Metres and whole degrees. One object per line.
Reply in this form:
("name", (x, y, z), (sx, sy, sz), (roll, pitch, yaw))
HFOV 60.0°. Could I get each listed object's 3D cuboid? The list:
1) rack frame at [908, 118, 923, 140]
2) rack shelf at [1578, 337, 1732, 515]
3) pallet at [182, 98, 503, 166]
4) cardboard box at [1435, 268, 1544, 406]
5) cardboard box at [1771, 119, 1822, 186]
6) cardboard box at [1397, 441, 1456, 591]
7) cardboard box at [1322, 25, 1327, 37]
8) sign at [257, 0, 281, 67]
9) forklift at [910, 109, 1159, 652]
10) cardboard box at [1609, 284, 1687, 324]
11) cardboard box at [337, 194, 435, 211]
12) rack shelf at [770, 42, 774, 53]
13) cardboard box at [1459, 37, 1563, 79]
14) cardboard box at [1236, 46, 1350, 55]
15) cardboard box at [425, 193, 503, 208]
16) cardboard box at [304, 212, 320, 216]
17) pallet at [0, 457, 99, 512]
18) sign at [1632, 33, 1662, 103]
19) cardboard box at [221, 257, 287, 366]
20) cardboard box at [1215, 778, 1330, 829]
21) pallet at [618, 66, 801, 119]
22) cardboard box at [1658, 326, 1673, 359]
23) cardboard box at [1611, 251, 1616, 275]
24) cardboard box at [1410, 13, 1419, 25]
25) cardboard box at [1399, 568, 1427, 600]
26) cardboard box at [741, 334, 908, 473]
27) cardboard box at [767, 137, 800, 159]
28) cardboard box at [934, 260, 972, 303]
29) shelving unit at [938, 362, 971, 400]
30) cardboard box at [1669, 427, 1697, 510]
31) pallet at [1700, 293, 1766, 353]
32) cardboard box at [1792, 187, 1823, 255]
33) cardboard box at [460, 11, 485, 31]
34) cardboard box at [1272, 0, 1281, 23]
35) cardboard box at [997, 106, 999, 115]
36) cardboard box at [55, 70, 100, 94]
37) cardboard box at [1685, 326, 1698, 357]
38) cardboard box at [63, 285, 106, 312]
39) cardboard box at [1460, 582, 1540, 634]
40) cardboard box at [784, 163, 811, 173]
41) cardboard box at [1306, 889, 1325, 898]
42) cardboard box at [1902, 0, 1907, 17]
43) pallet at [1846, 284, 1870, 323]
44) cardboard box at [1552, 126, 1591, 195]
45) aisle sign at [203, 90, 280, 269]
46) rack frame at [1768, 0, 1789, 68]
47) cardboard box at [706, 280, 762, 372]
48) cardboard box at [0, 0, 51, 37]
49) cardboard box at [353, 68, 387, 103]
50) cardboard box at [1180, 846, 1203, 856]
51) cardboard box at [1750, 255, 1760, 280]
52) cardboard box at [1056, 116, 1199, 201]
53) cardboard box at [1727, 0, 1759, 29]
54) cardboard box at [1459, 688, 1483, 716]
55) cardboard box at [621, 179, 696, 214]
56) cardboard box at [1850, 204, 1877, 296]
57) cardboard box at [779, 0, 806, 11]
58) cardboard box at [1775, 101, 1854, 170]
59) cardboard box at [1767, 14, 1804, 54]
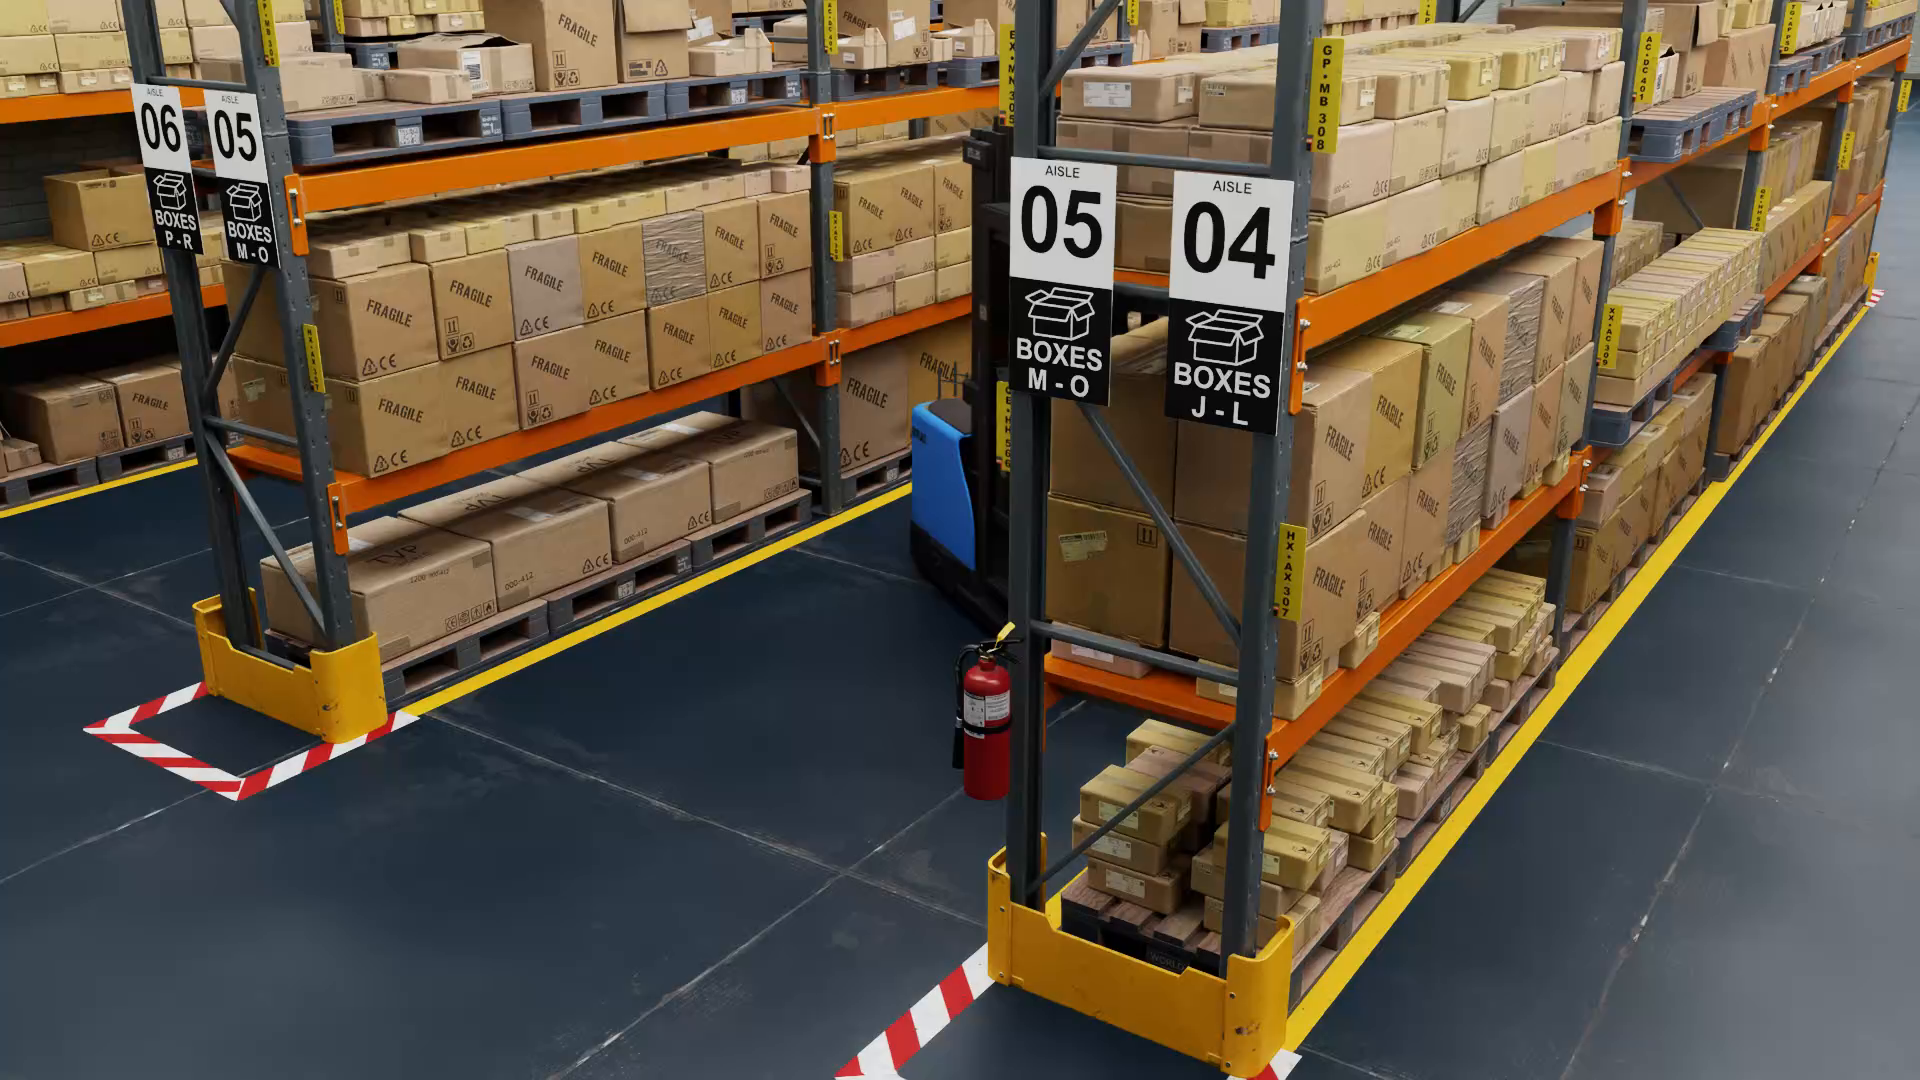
("rack frame", (-0.892, -4.940, 20.296), (1.000, 3.000, 0.127), (13, 24, 32))
("rack shelf", (3.994, -0.977, 10.621), (1.077, 0.370, 4.000), (13, 24, 32))
("pallet", (-3.122, -2.110, 8.449), (1.003, 0.211, 1.213), (13, 24, 32))
("cardboard box", (2.243, -0.915, 7.402), (0.500, 0.500, 0.500), (14, 24, 33))
("cardboard box", (7.092, -3.409, 14.571), (0.700, 0.500, 0.500), (13, 24, 31))
("cardboard box", (1.667, -0.151, 6.778), (0.500, 0.500, 0.500), (14, 24, 33))
("cardboard box", (3.598, -5.304, 17.318), (0.380, 0.149, 0.250), (13, 24, 31))
("sign", (-3.074, -2.274, 7.390), (0.100, 0.325, 0.005), (13, 24, 32))
("forklift", (0.727, -0.828, 9.279), (1.130, 2.935, 3.031), (-9, 22, -22))
("cardboard box", (3.911, -1.348, 9.485), (0.380, 0.149, 0.250), (13, 24, 31))
("cardboard box", (-4.932, -2.983, 14.257), (0.700, 0.500, 0.500), (14, 24, 33))
("rack shelf", (-2.016, -5.435, 18.349), (1.077, 0.370, 4.000), (13, 24, 32))
("cardboard box", (2.340, -2.055, 7.095), (0.380, 0.149, 0.250), (12, 24, 30))
("cardboard box", (1.311, -1.865, 6.581), (0.380, 0.149, 0.250), (14, 24, 33))
("cardboard box", (-2.822, -1.869, 9.473), (0.380, 0.149, 0.250), (14, 24, 33))
("cardboard box", (-5.473, -2.520, 13.541), (0.500, 0.250, 0.500), (14, 24, 33))
("pallet", (-7.147, -0.439, 12.149), (1.003, 0.211, 1.213), (13, 24, 32))
("sign", (3.322, -2.287, 8.054), (0.100, 0.325, 0.005), (13, 24, 32))
("cardboard box", (-3.456, -1.230, 8.682), (0.500, 0.500, 0.500), (14, 25, 34))
("cardboard box", (1.252, 1.081, 6.665), (0.380, 0.149, 0.250), (14, 24, 33))
("pallet", (-1.750, -2.810, 10.342), (1.003, 0.211, 1.213), (13, 24, 32))
("cardboard box", (3.760, -1.132, 9.329), (0.380, 0.149, 0.250), (14, 24, 33))
("cardboard box", (3.960, -1.775, 10.638), (0.380, 0.149, 0.250), (14, 25, 33))
("cardboard box", (5.205, -6.105, 19.485), (0.380, 0.149, 0.250), (14, 25, 33))
("cardboard box", (1.745, 0.108, 7.011), (0.380, 0.149, 0.250), (13, 24, 31))
("cardboard box", (-0.999, -1.071, 12.295), (0.875, 0.875, 0.875), (14, 25, 33))
("cardboard box", (-2.097, -4.326, 18.132), (0.500, 0.250, 0.500), (13, 24, 30))
("cardboard box", (-0.225, -1.975, 12.496), (0.500, 0.250, 0.500), (13, 24, 31))
("shelving unit", (0.008, -0.567, 11.068), (0.258, 1.200, 0.189), (13, 24, 32))
("cardboard box", (4.669, -0.525, 11.359), (0.500, 0.500, 0.500), (14, 25, 34))
("pallet", (4.805, -1.574, 11.472), (1.213, 0.211, 1.003), (13, 24, 32))
("cardboard box", (7.010, -2.737, 14.195), (0.500, 0.500, 0.500), (13, 24, 31))
("cardboard box", (-4.319, -4.479, 14.339), (0.380, 0.149, 0.250), (13, 24, 31))
("cardboard box", (3.007, -5.310, 16.585), (0.500, 0.250, 0.500), (13, 24, 31))
("cardboard box", (0.437, -5.501, 21.670), (0.500, 0.500, 0.500), (13, 24, 32))
("cardboard box", (-6.324, -3.253, 11.773), (0.380, 0.149, 0.250), (13, 24, 32))
("cardboard box", (4.201, -1.219, 9.994), (0.380, 0.149, 0.250), (13, 24, 31))
("cardboard box", (-6.460, -1.780, 12.114), (0.380, 0.149, 0.250), (12, 24, 30))
("cardboard box", (2.774, 0.354, 8.631), (0.380, 0.149, 0.250), (14, 24, 32))
("cardboard box", (-1.238, -2.370, 11.764), (0.500, 0.500, 0.500), (14, 25, 34))
("cardboard box", (1.259, 1.368, 6.748), (0.380, 0.149, 0.250), (13, 24, 32))
("cardboard box", (9.136, -5.263, 16.459), (0.380, 0.149, 0.250), (13, 24, 31))
("pallet", (9.230, -2.632, 18.075), (1.003, 0.211, 1.213), (13, 24, 32))
("cardboard box", (2.526, -1.743, 7.546), (0.500, 0.250, 0.500), (13, 24, 32))
("aisle sign", (-3.331, -1.672, 7.714), (0.394, 0.787, 0.004), (13, 24, 32))
("rack frame", (5.118, -4.702, 11.007), (1.000, 3.000, 0.127), (13, 24, 32))
("cardboard box", (-1.615, -1.393, 10.562), (0.500, 0.500, 0.500), (13, 24, 31))
("cardboard box", (-6.608, -3.575, 11.348), (0.500, 0.250, 0.500), (13, 24, 31))
("cardboard box", (-3.182, -2.345, 8.570), (0.380, 0.149, 0.250), (11, 23, 28))
("cardboard box", (0.805, 1.262, 7.035), (0.380, 0.149, 0.250), (14, 25, 33))
("cardboard box", (5.217, -1.877, 11.343), (0.380, 0.149, 0.250), (14, 24, 33))
("cardboard box", (0.669, -1.346, 5.752), (0.500, 0.250, 0.500), (12, 24, 30))
("cardboard box", (4.829, -3.385, 10.520), (0.396, 0.266, 0.258), (13, 24, 32))
("cardboard box", (2.328, 0.702, 8.118), (0.380, 0.149, 0.250), (14, 24, 33))
("cardboard box", (-1.816, -2.068, 10.012), (0.380, 0.149, 0.250), (13, 24, 31))
("cardboard box", (9.288, -3.177, 17.988), (0.875, 0.875, 0.875), (13, 24, 32))
("cardboard box", (-1.959, -5.942, 17.788), (0.500, 0.500, 0.500), (14, 24, 33))
("cardboard box", (7.602, -3.712, 15.205), (0.875, 0.550, 0.550), (13, 24, 32))
("cardboard box", (5.707, -3.662, 11.898), (0.500, 0.311, 0.500), (13, 24, 32))
